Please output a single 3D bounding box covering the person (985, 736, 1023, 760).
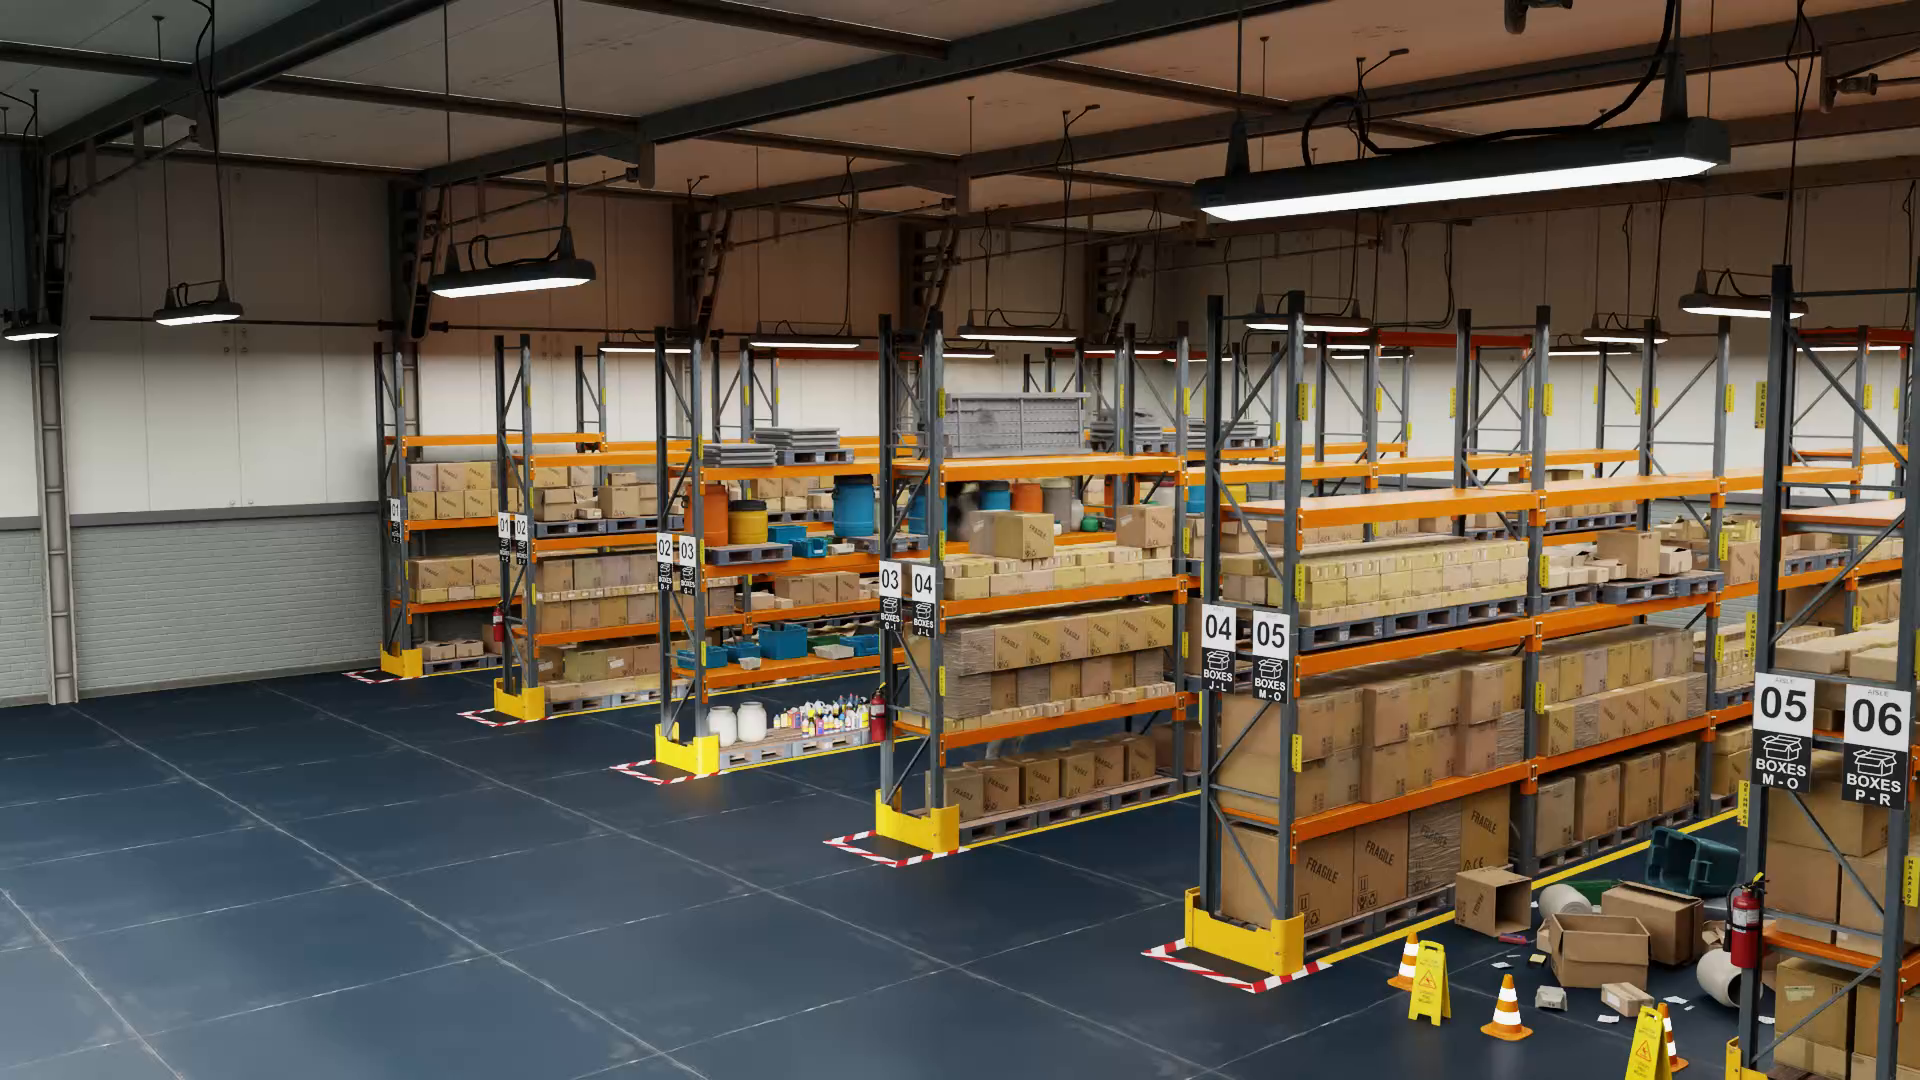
[{"bbox_3d":[0.573,2.253,22.531,0.686,1.776,0.919,5,7,44],"label":"person"}]
